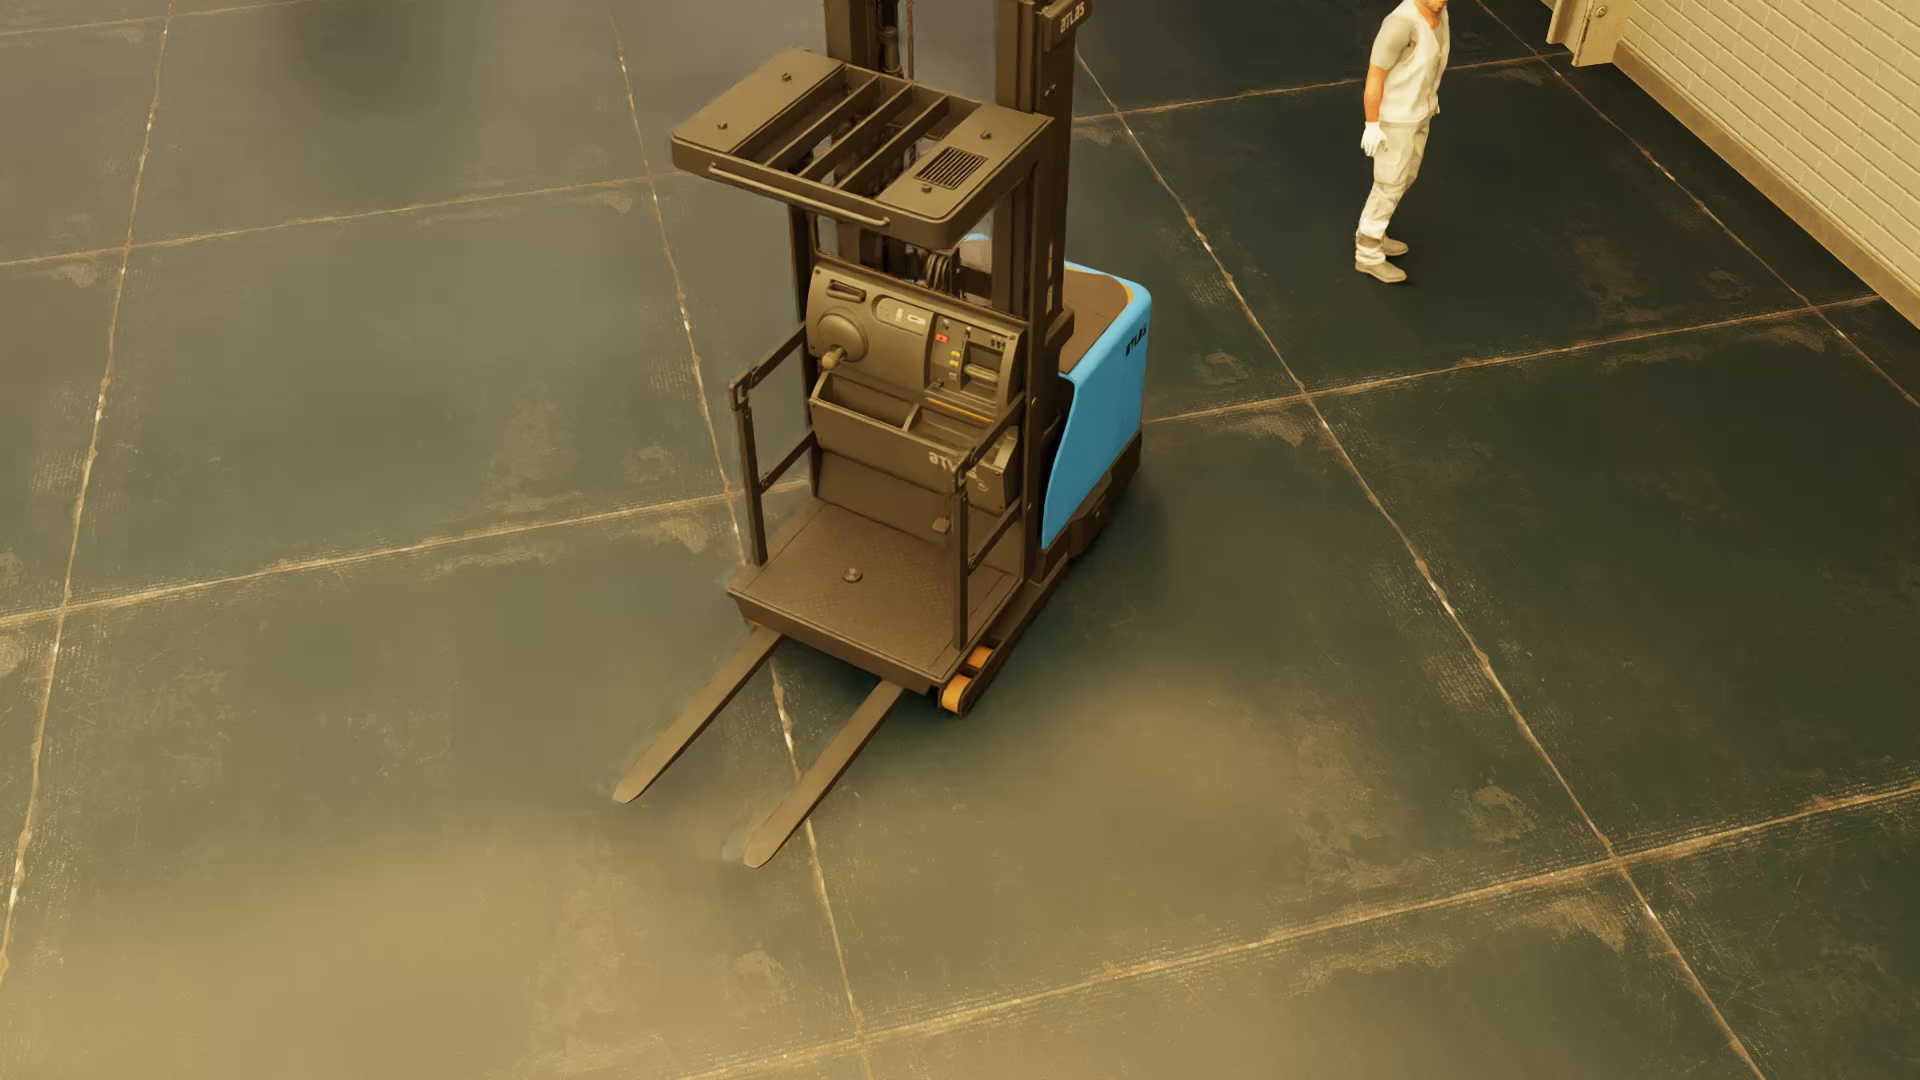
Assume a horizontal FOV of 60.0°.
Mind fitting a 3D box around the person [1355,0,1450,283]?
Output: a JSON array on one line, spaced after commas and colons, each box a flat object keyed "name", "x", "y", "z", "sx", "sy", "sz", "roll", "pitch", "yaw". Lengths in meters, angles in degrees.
[{"name": "person", "x": 2.396, "y": -2.245, "z": 8.856, "sx": 0.426, "sy": 1.788, "sz": 0.705, "roll": 26, "pitch": 49, "yaw": 25}]

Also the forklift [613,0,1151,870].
[{"name": "forklift", "x": -0.298, "y": -0.699, "z": 6.384, "sx": 1.130, "sy": 2.935, "sz": 3.031, "roll": 21, "pitch": 47, "yaw": 21}]
